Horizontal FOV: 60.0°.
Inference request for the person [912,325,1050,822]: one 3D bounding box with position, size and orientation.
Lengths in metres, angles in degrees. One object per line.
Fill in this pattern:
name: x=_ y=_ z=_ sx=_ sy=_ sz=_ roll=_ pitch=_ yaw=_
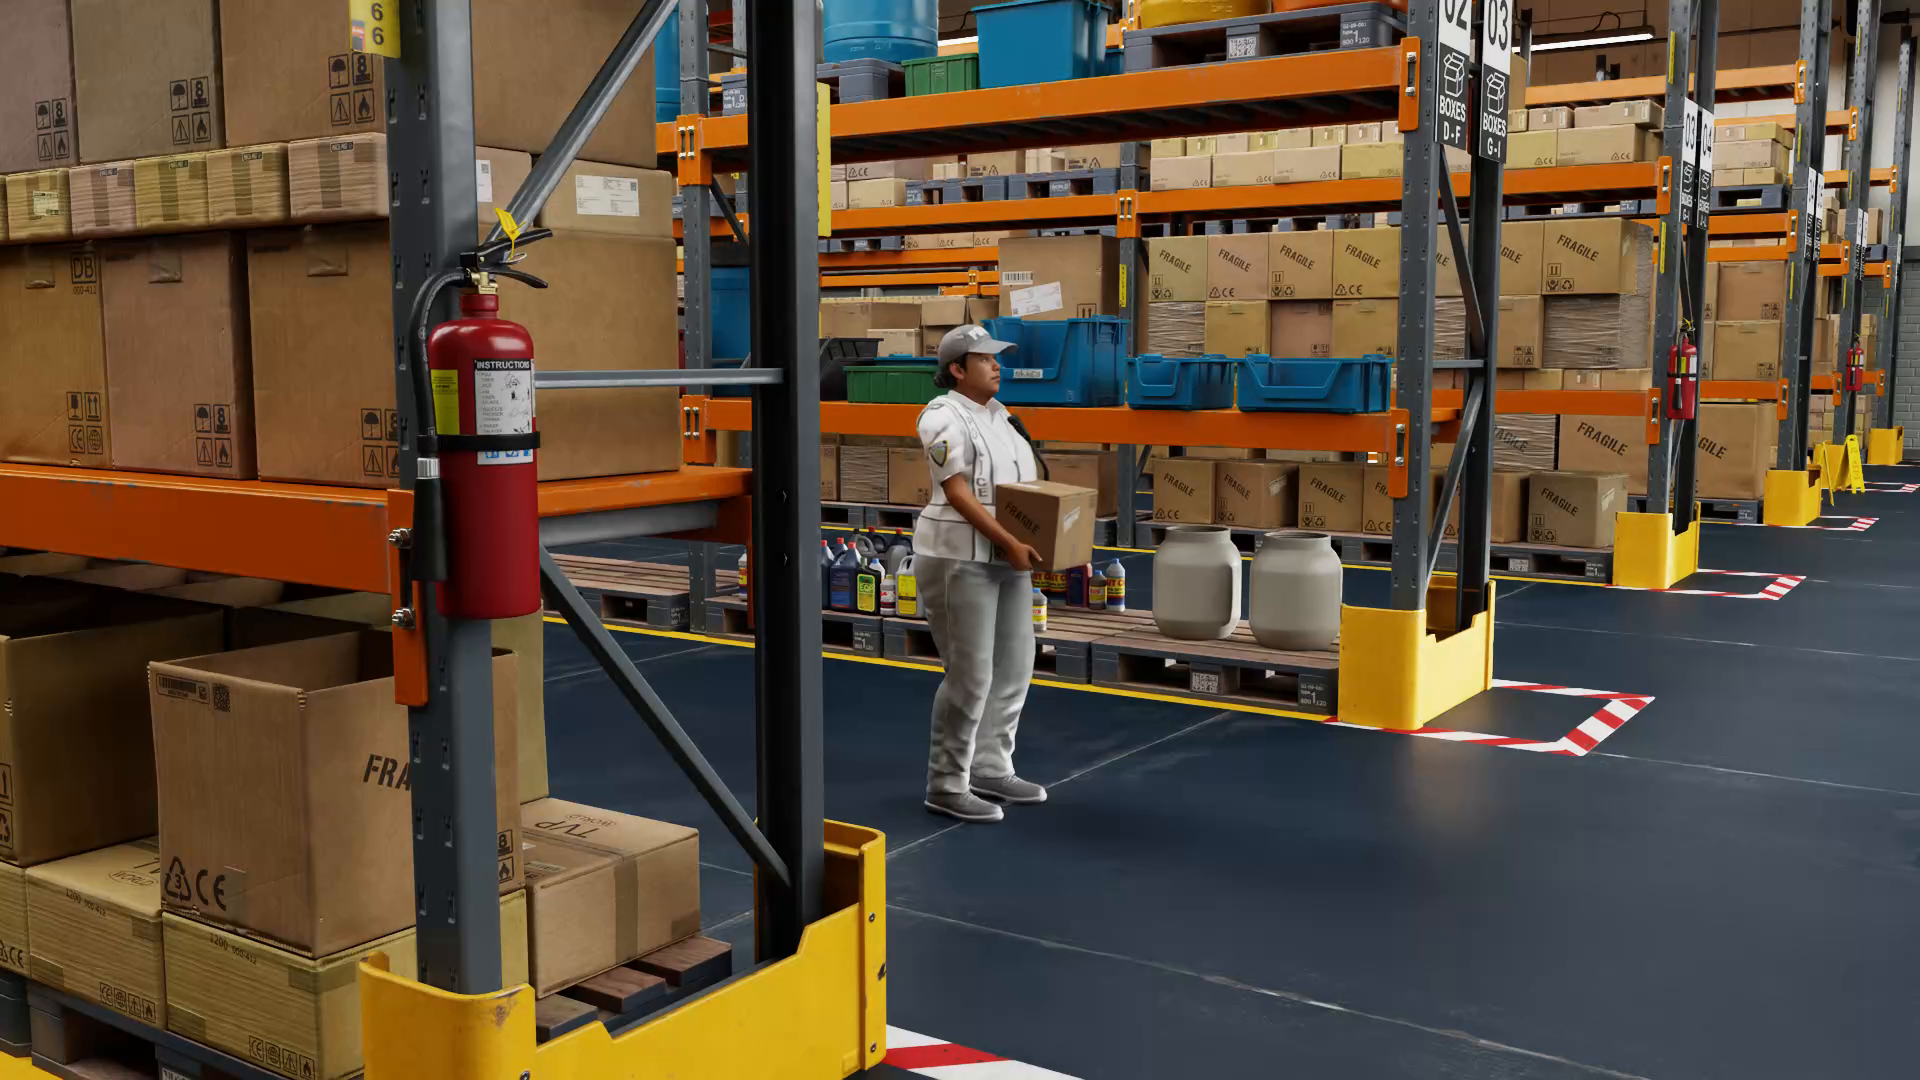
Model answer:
person: x=0.122 y=0.101 z=5.641 sx=0.535 sy=1.653 sz=0.453 roll=4 pitch=8 yaw=34
